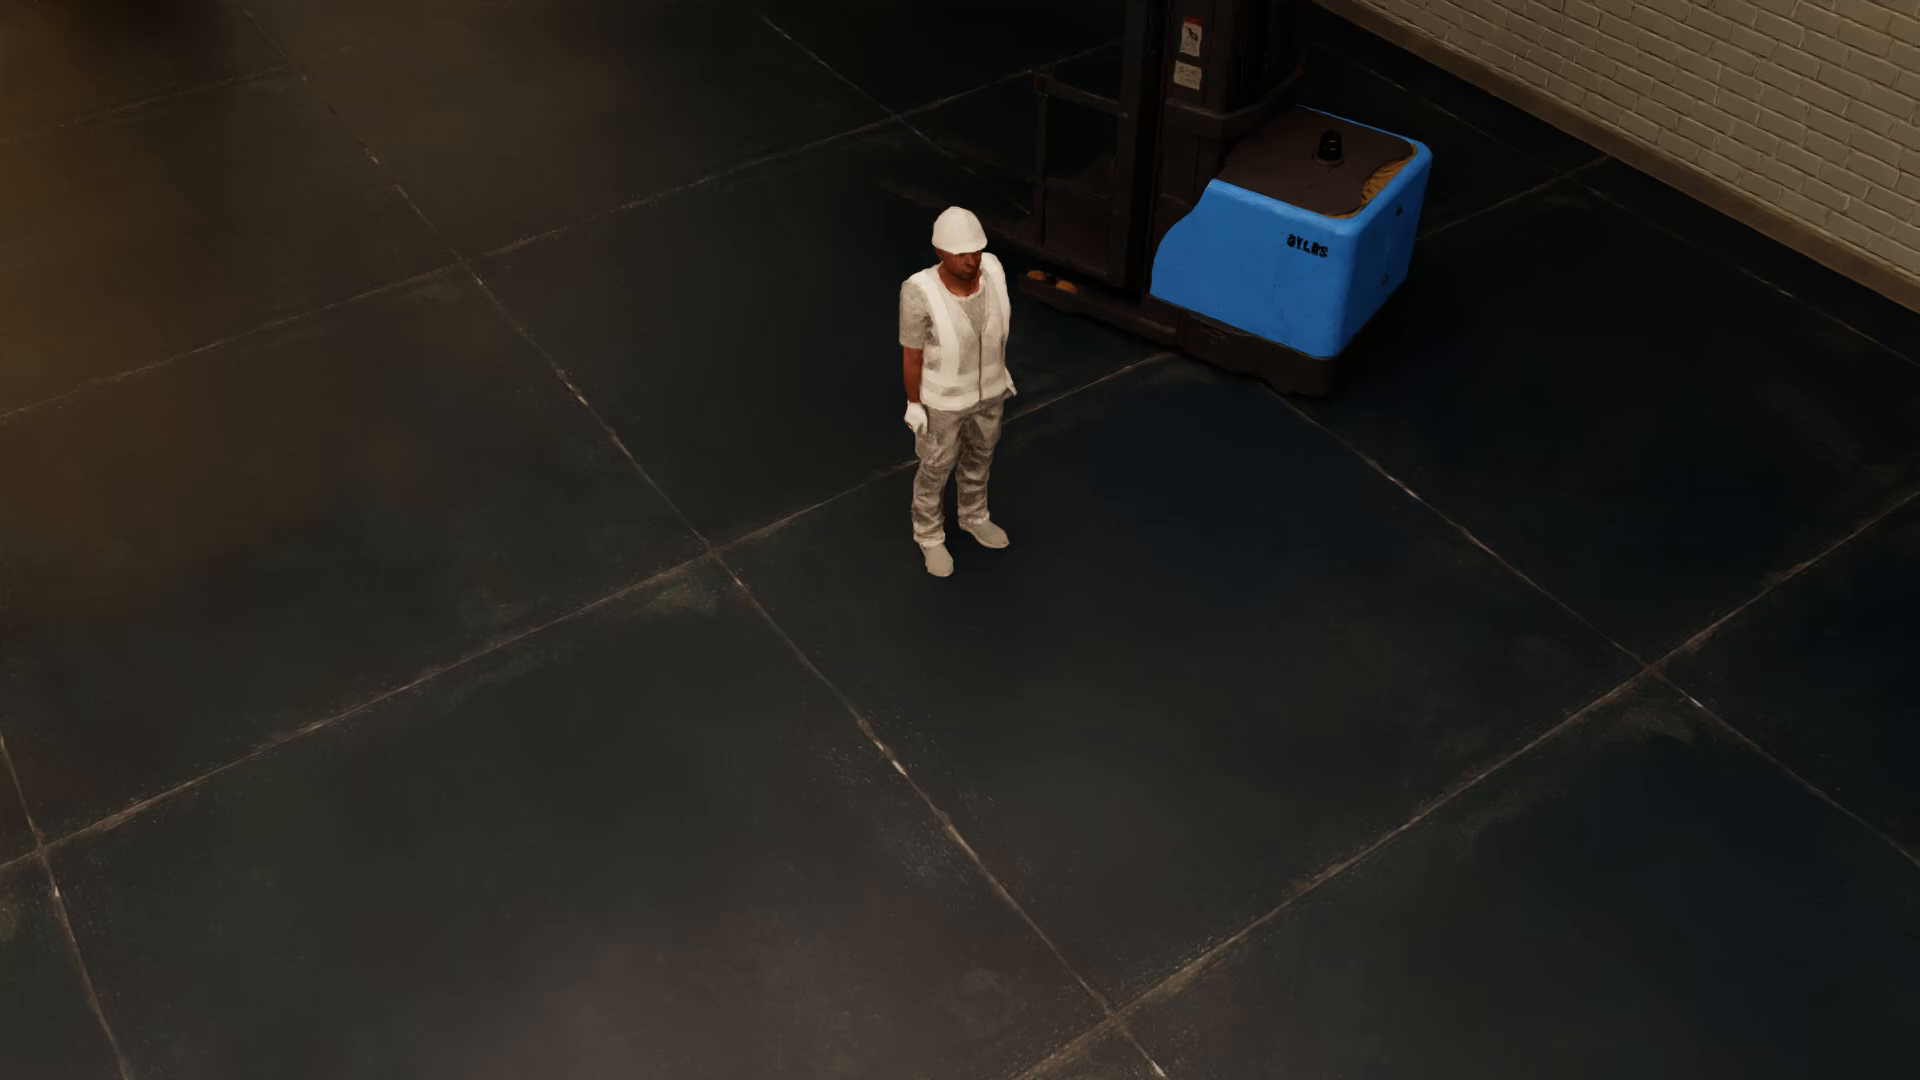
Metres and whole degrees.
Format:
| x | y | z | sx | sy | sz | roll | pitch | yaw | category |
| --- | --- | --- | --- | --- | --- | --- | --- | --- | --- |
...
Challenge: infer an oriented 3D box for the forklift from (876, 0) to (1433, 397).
| x | y | z | sx | sy | sz | roll | pitch | yaw | category |
| --- | --- | --- | --- | --- | --- | --- | --- | --- | --- |
| 0.932 | -2.614 | 8.552 | 3.031 | 2.935 | 1.130 | 25 | 48 | 25 | forklift |

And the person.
| x | y | z | sx | sy | sz | roll | pitch | yaw | category |
| --- | --- | --- | --- | --- | --- | --- | --- | --- | --- |
| 0.008 | -0.650 | 7.265 | 0.546 | 1.790 | 0.365 | -25 | 48 | -25 | person |
